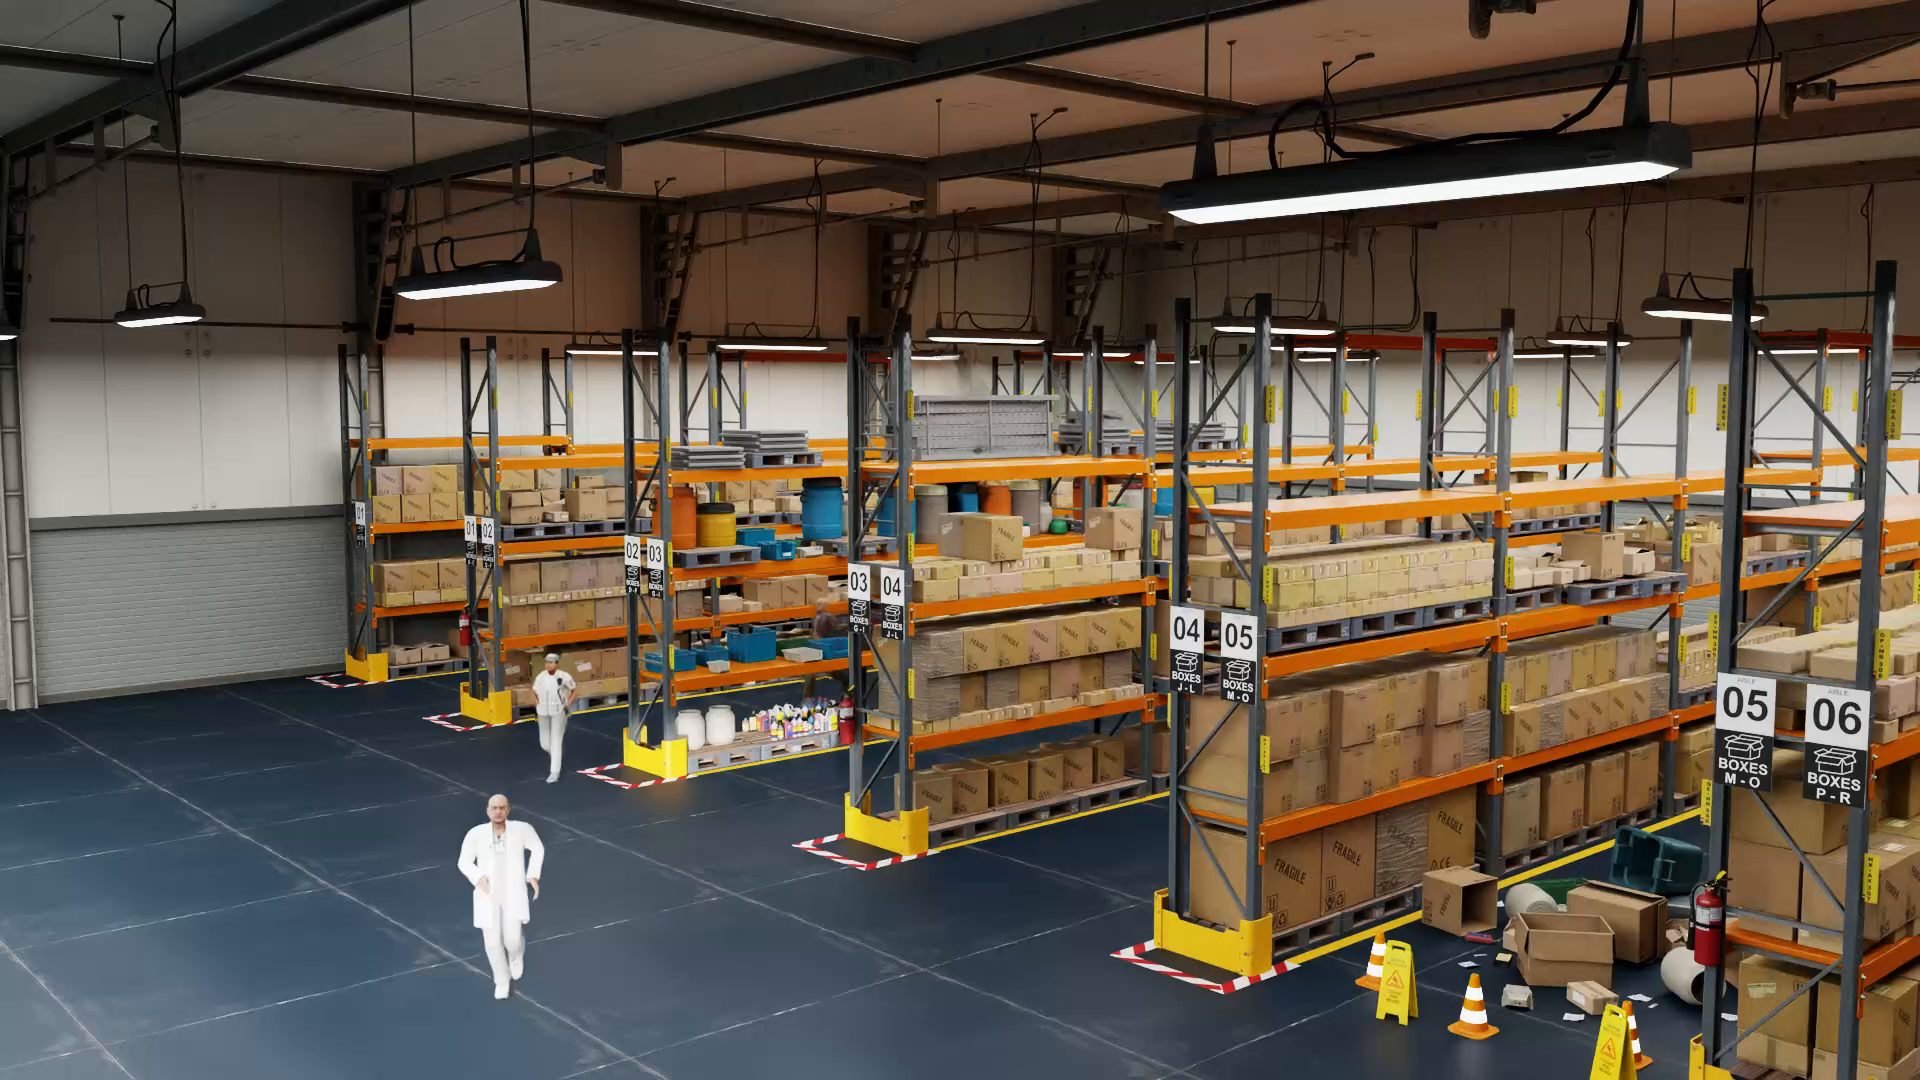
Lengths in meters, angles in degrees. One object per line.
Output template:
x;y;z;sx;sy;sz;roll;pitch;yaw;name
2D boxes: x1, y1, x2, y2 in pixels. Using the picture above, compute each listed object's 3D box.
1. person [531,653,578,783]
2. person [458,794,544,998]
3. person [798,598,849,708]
-5.461;2.350;22.294;0.610;1.677;0.781;1;5;8;person
-3.906;3.037;14.166;0.705;1.737;0.616;-1;5;-12;person
-2.213;1.843;27.447;0.674;1.805;1.202;4;7;39;person
